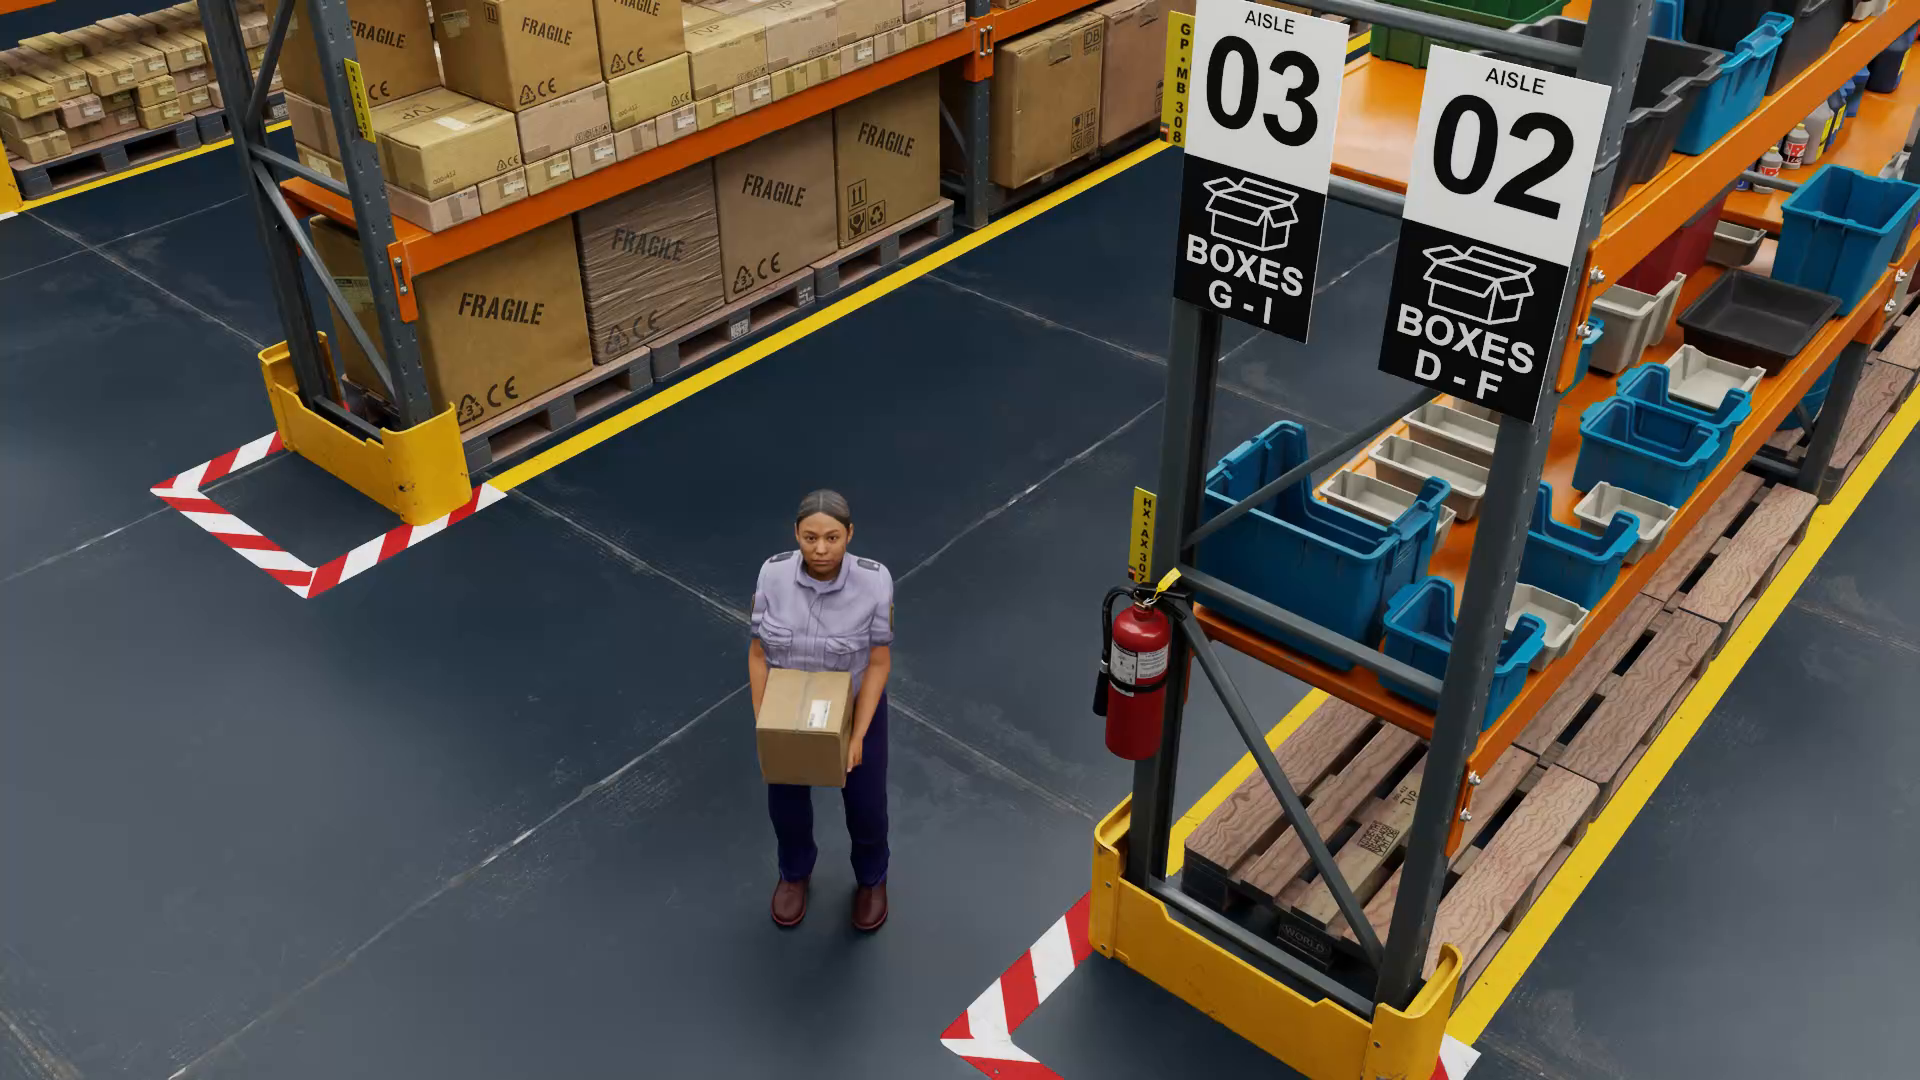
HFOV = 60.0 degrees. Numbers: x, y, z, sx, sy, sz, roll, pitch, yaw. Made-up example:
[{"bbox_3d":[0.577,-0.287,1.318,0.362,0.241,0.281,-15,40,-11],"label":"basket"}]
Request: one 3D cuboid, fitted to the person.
[{"bbox_3d":[-0.437,0.611,5.302,0.452,1.634,0.515,3,35,4],"label":"person"}]
